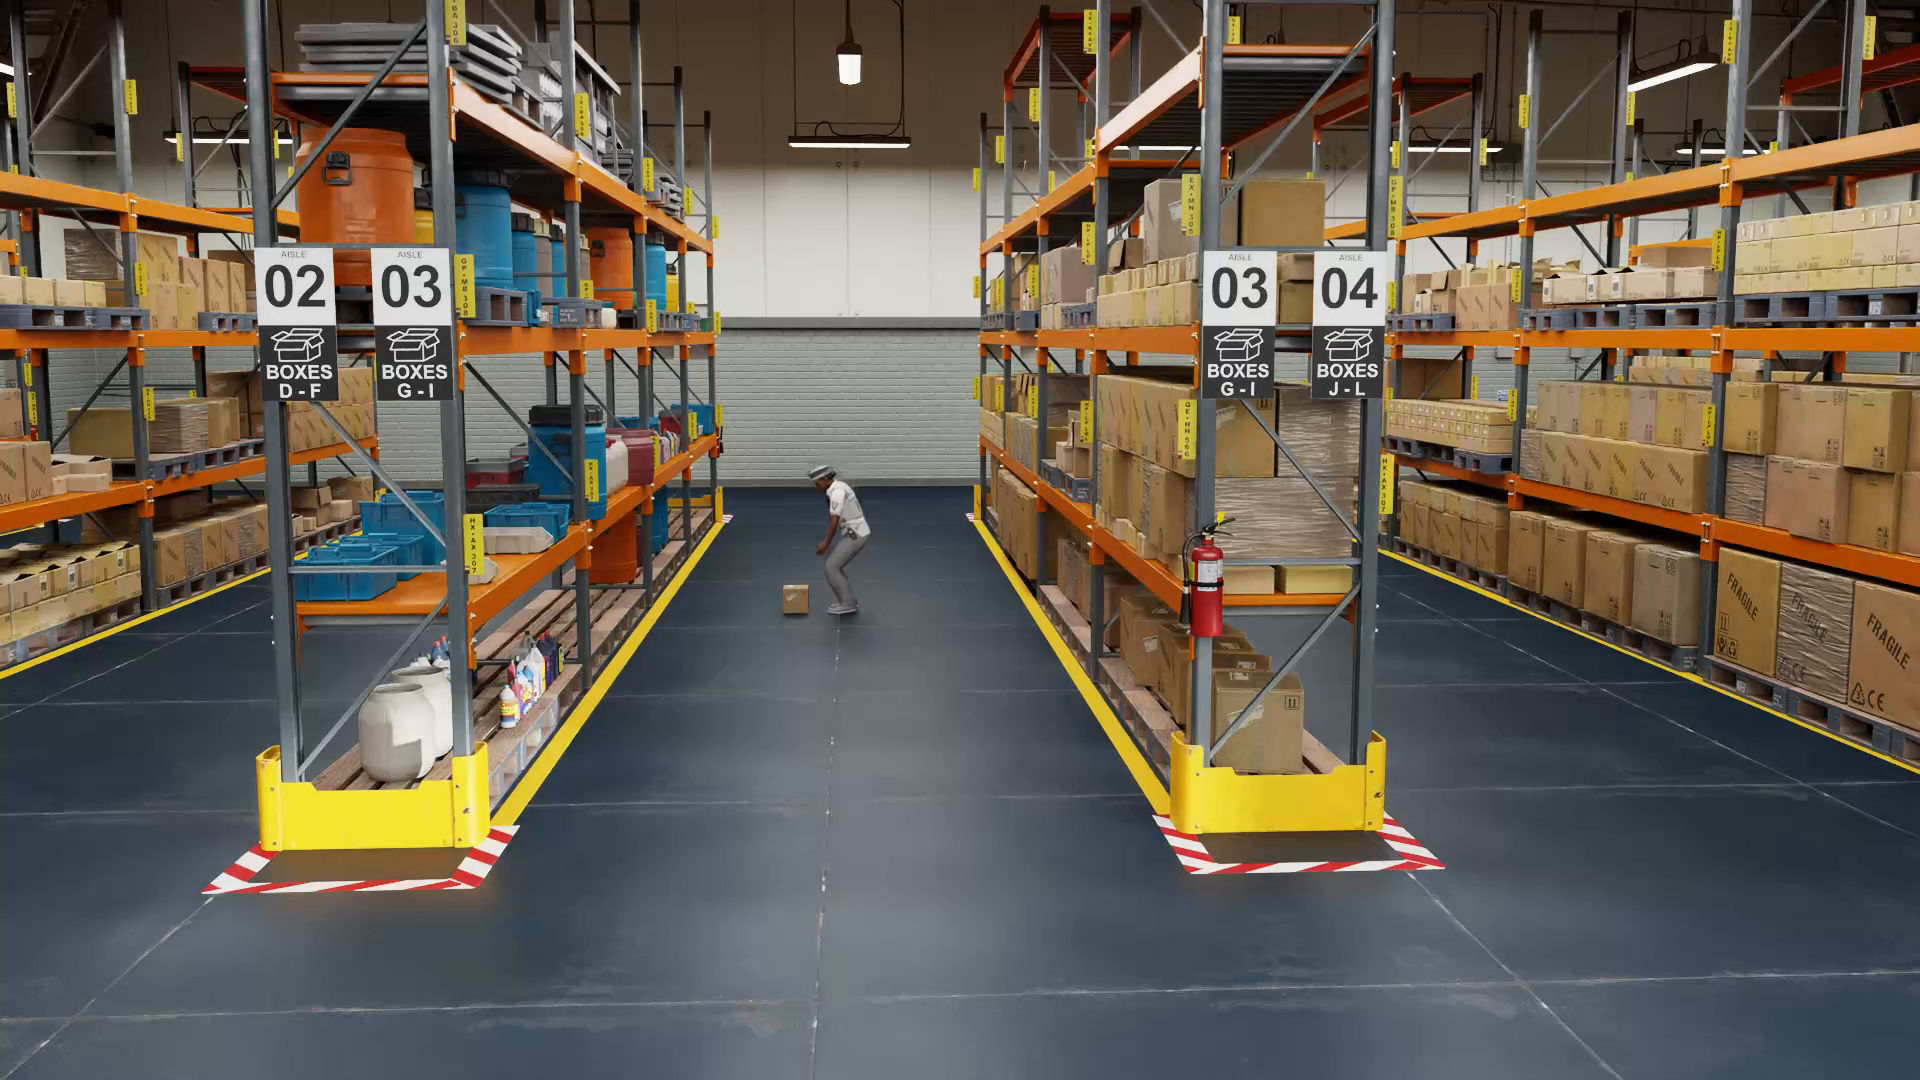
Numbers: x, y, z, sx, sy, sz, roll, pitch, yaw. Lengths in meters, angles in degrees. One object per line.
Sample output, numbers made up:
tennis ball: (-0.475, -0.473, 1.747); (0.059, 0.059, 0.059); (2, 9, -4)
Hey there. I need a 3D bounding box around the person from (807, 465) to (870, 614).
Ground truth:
person: (-1.208, -0.010, 16.618); (0.628, 1.487, 0.490); (0, 7, -3)
